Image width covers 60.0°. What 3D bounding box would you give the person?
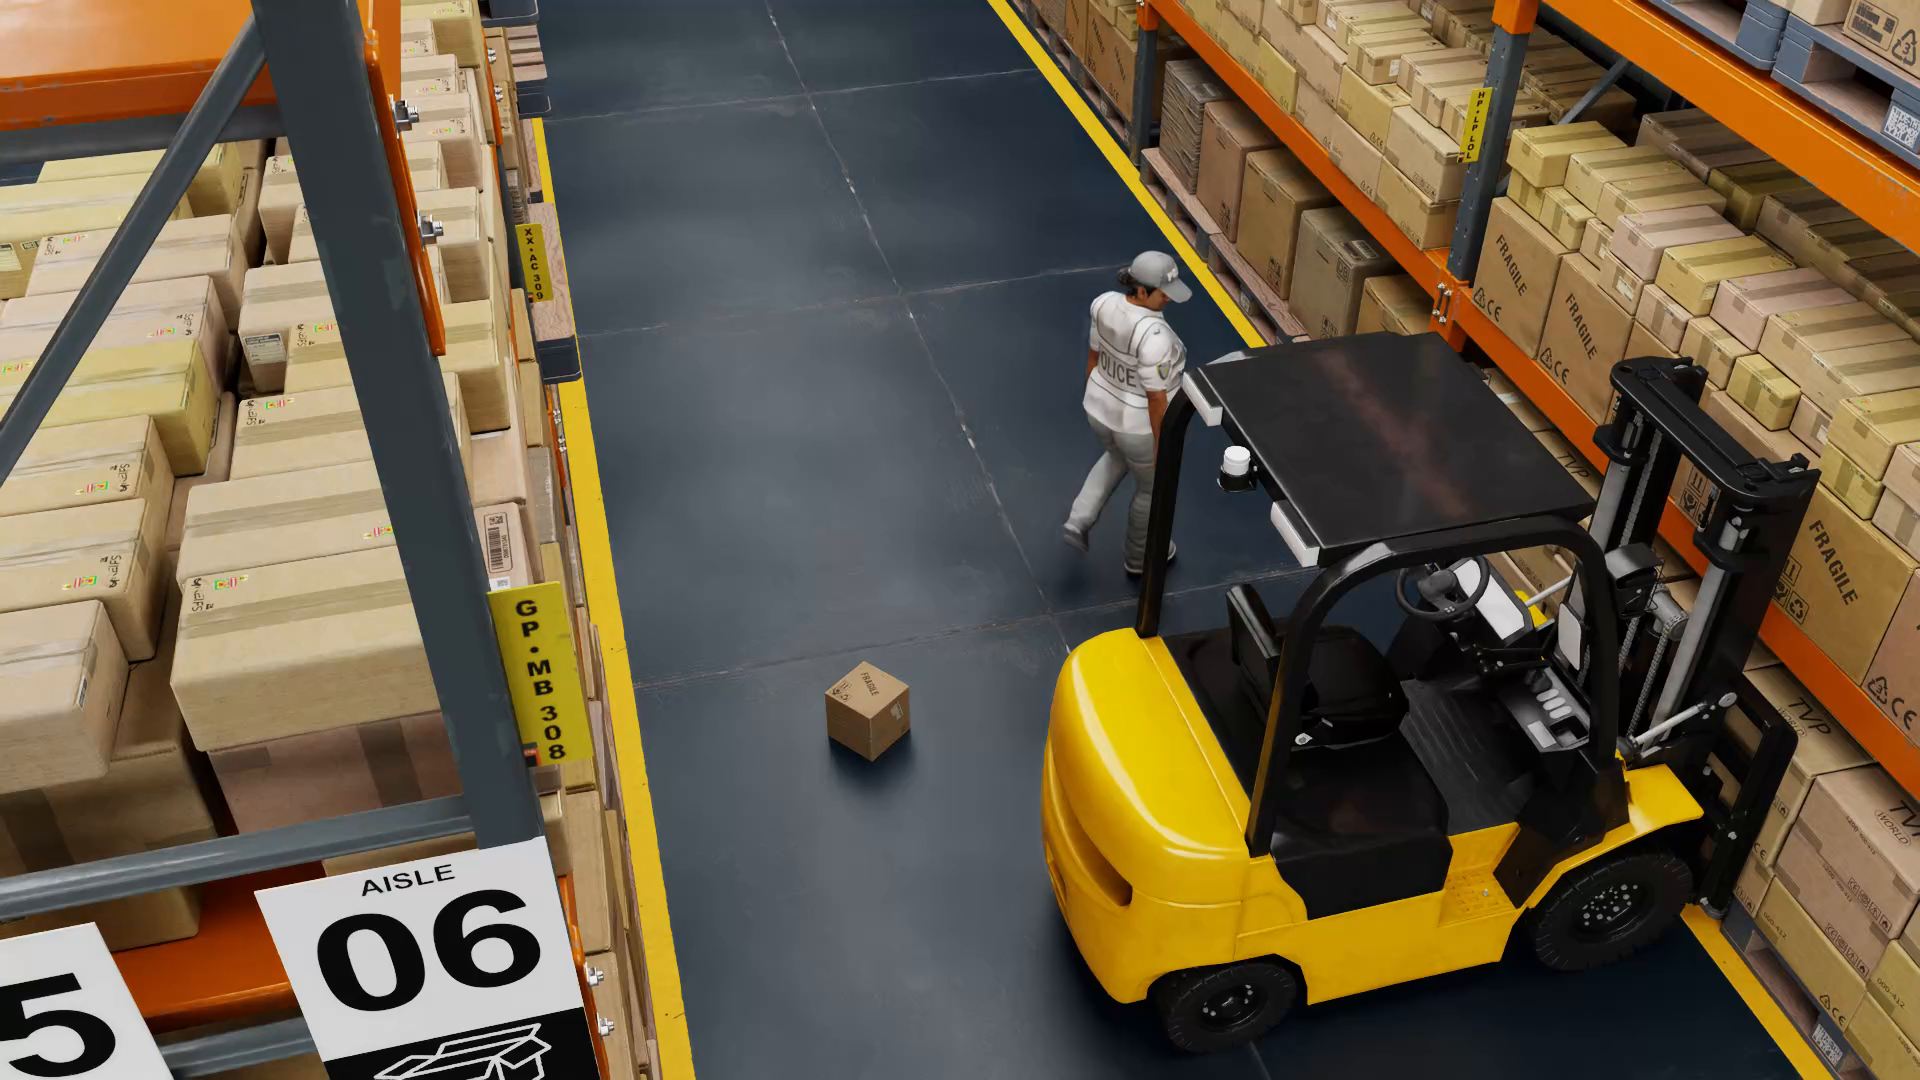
[{"bbox_3d":[0.757,-0.542,7.370,0.546,1.651,0.503,-24,45,-28],"label":"person"}]
